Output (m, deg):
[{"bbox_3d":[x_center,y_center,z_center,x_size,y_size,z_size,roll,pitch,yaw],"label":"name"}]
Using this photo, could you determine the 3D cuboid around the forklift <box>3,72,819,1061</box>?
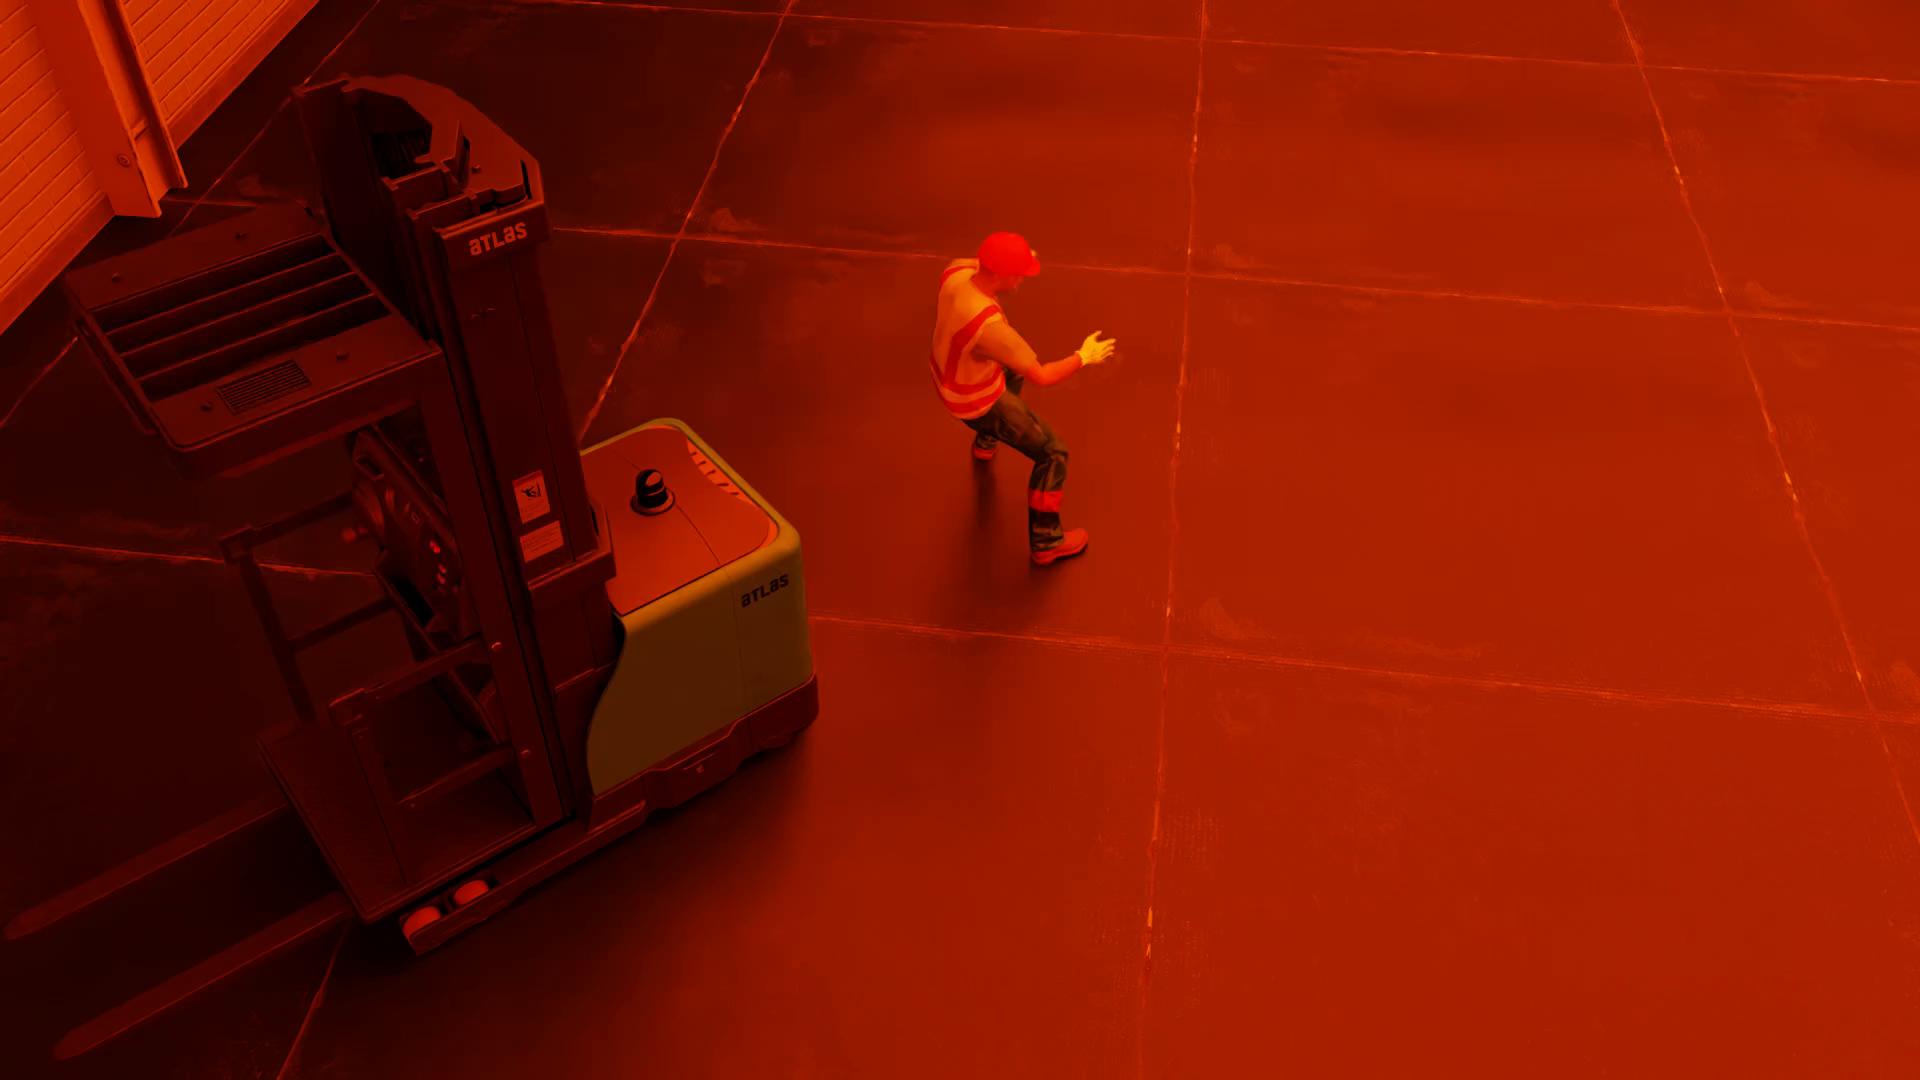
[{"bbox_3d":[-2.069,0.046,5.674,3.031,2.935,1.130,-28,49,-27],"label":"forklift"}]

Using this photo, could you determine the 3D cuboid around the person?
[{"bbox_3d":[0.260,-0.784,7.596,0.771,1.559,1.018,-11,44,-12],"label":"person"}]
